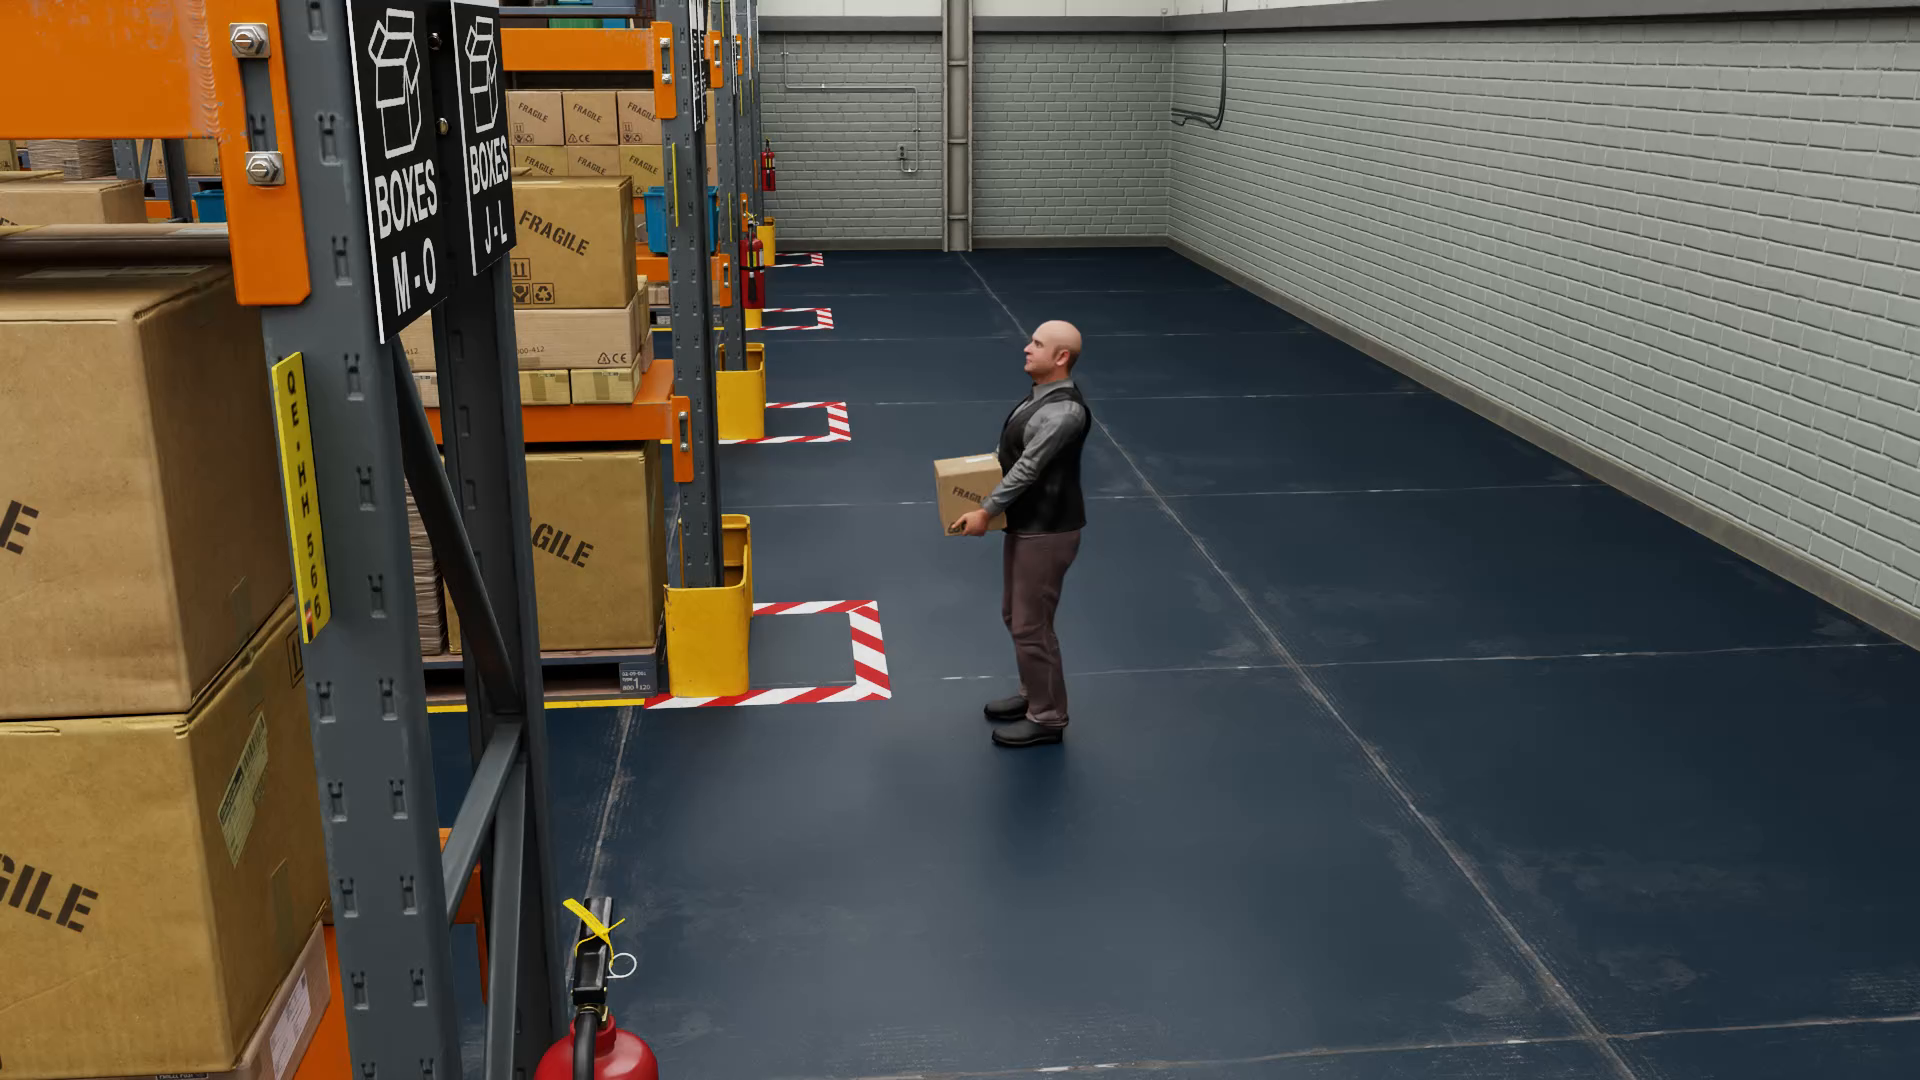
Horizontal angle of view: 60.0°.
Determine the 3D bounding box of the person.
[{"bbox_3d":[0.228,-0.027,6.685,0.550,1.714,0.496,-2,17,-6],"label":"person"}]
